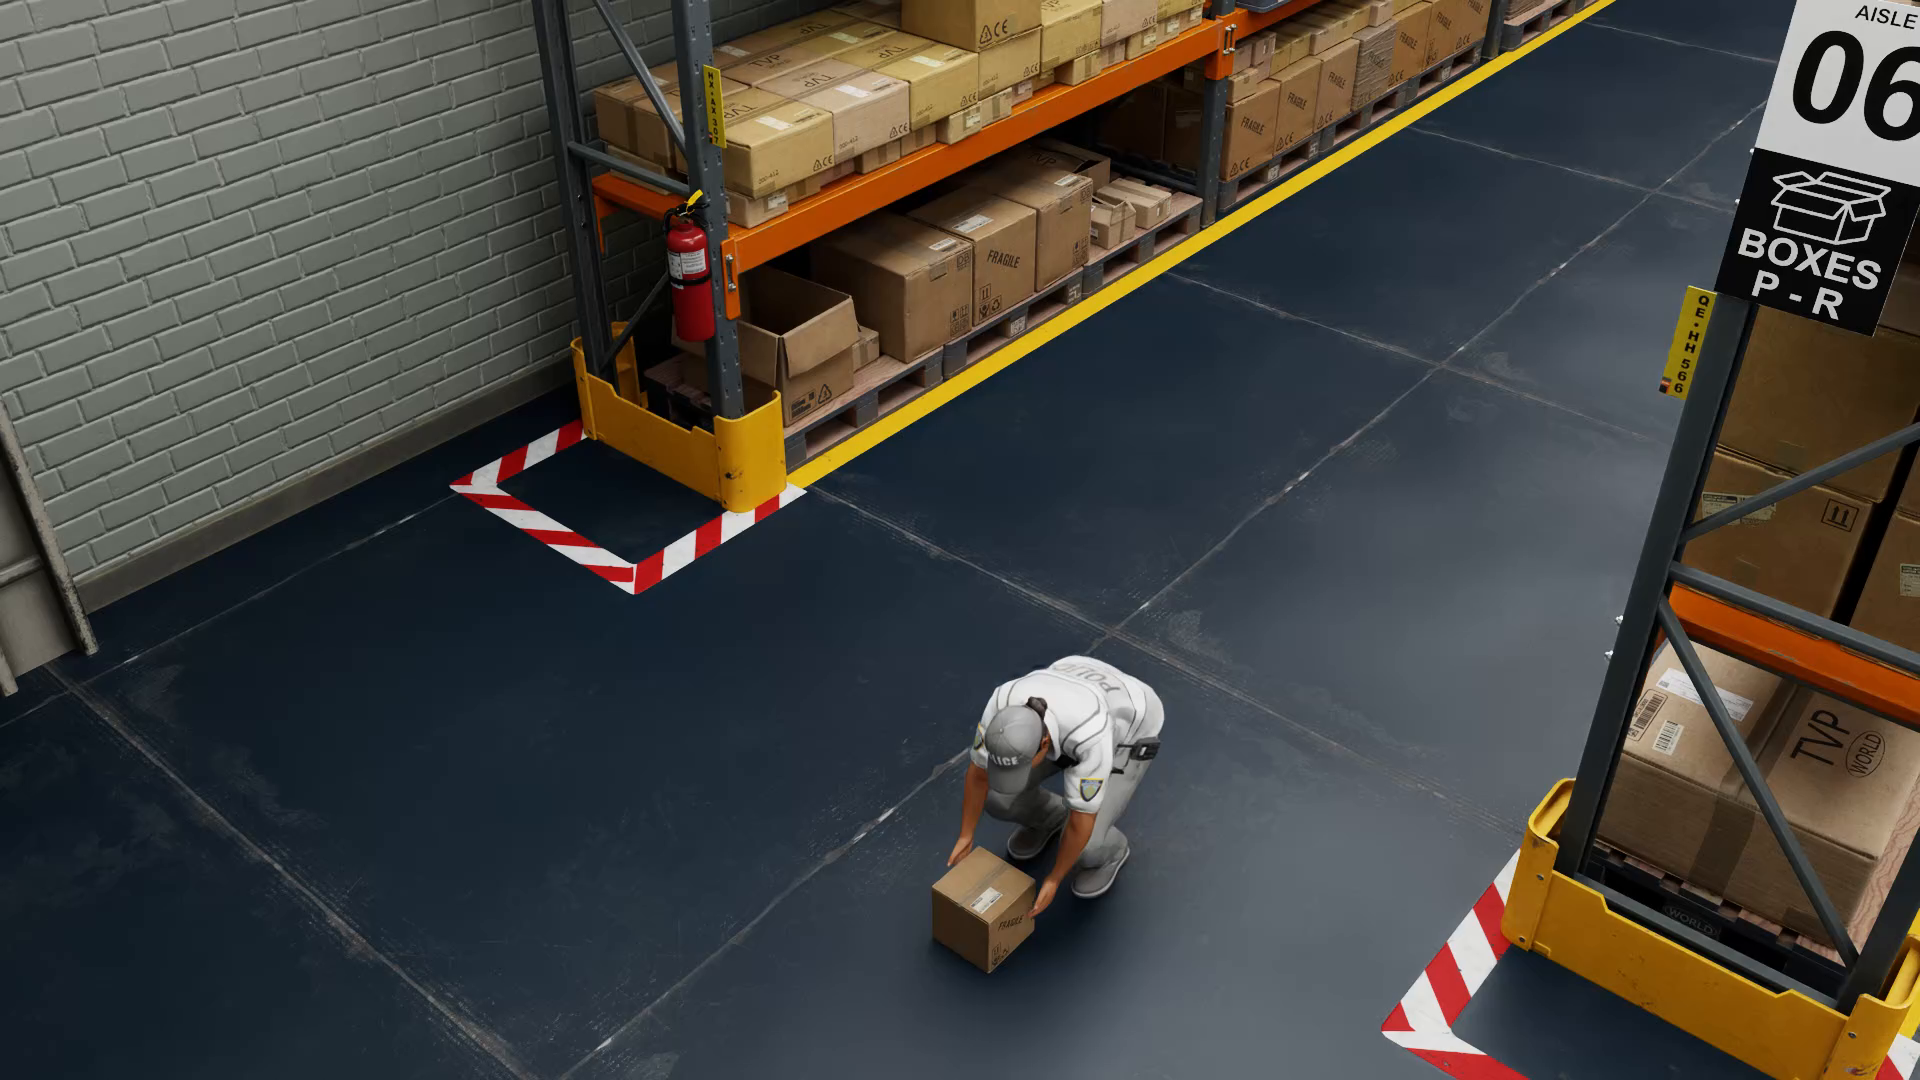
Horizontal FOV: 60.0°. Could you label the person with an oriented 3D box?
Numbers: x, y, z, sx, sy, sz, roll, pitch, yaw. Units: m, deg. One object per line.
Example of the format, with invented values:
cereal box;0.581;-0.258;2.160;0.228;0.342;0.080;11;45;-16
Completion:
person;0.344;0.783;5.624;0.527;0.992;0.847;26;43;31
